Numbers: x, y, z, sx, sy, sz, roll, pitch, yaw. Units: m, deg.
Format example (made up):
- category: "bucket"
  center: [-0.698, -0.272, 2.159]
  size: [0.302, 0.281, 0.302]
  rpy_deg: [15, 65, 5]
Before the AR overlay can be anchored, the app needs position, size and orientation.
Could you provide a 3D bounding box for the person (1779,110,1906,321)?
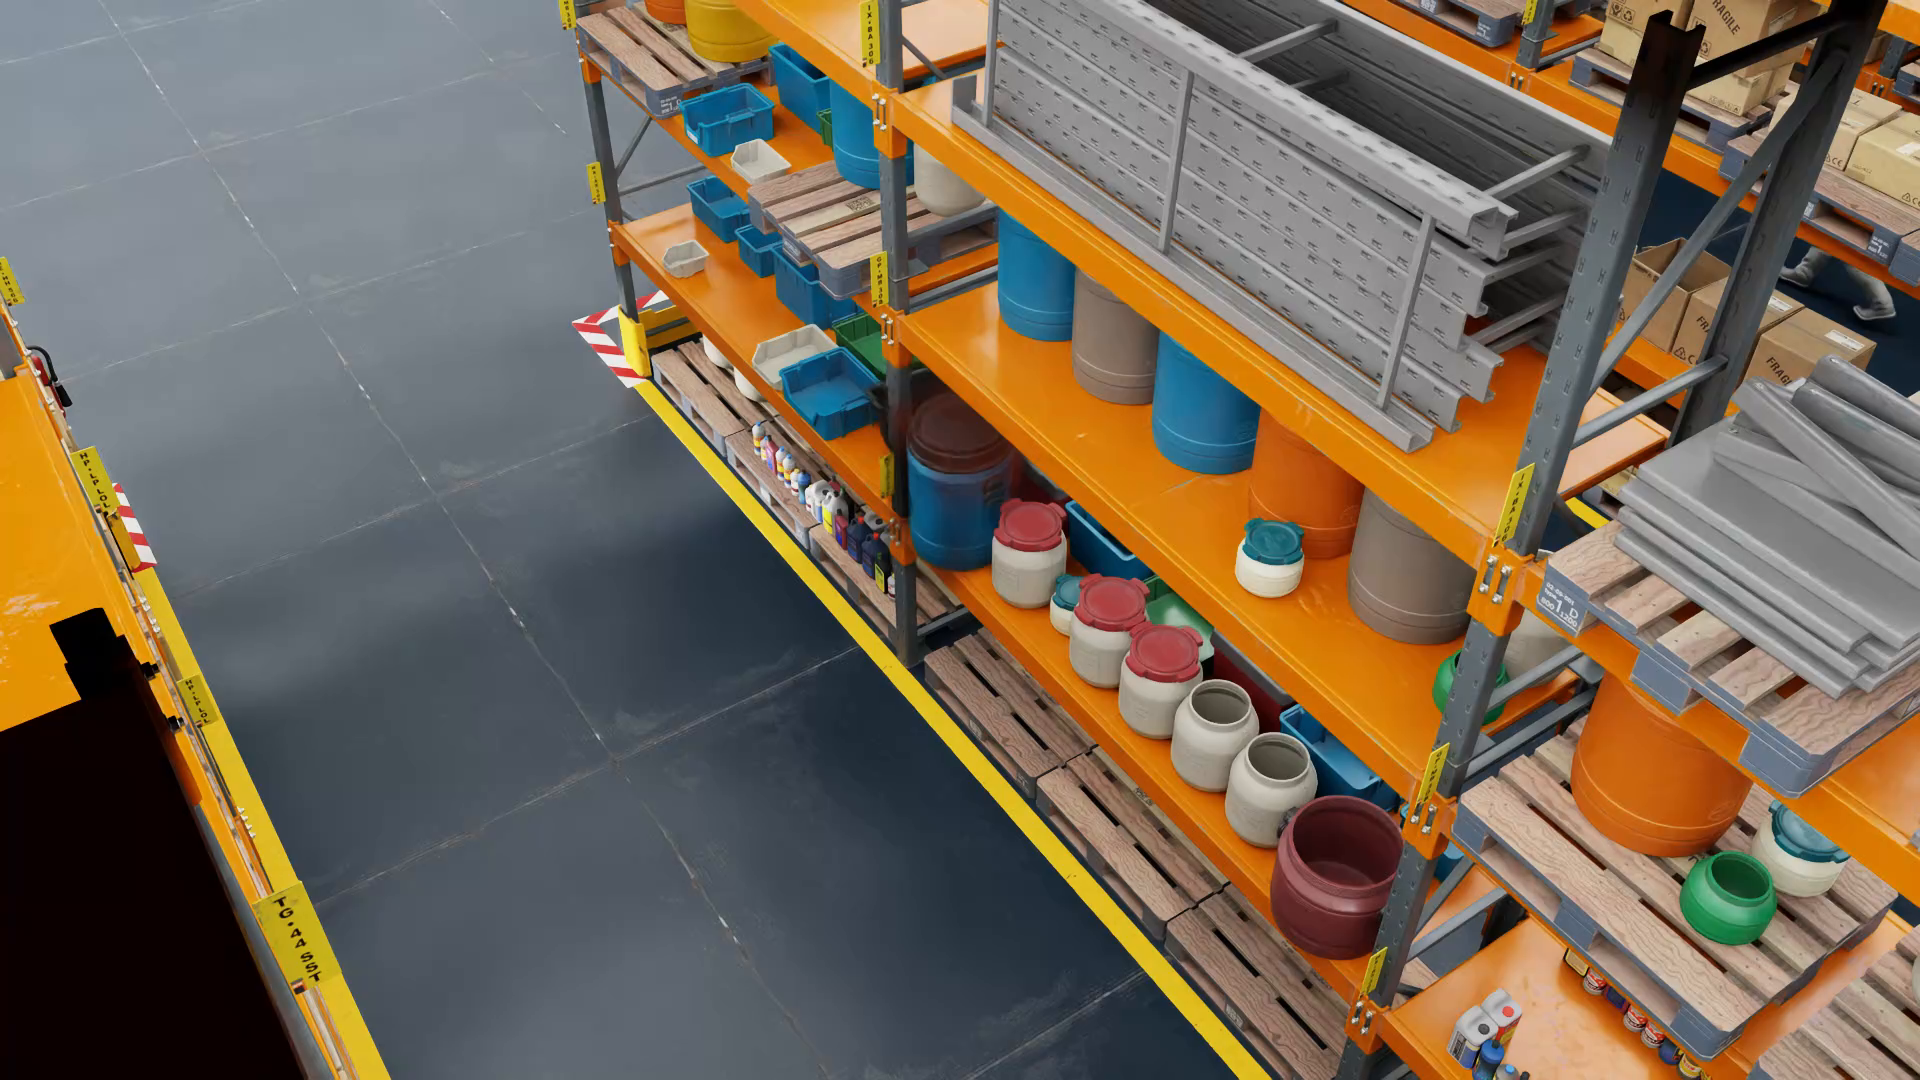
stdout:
- category: "person"
  center: [7.251, -2.627, 13.316]
  size: [1.058, 1.716, 0.643]
  rpy_deg: [30, 50, 28]
